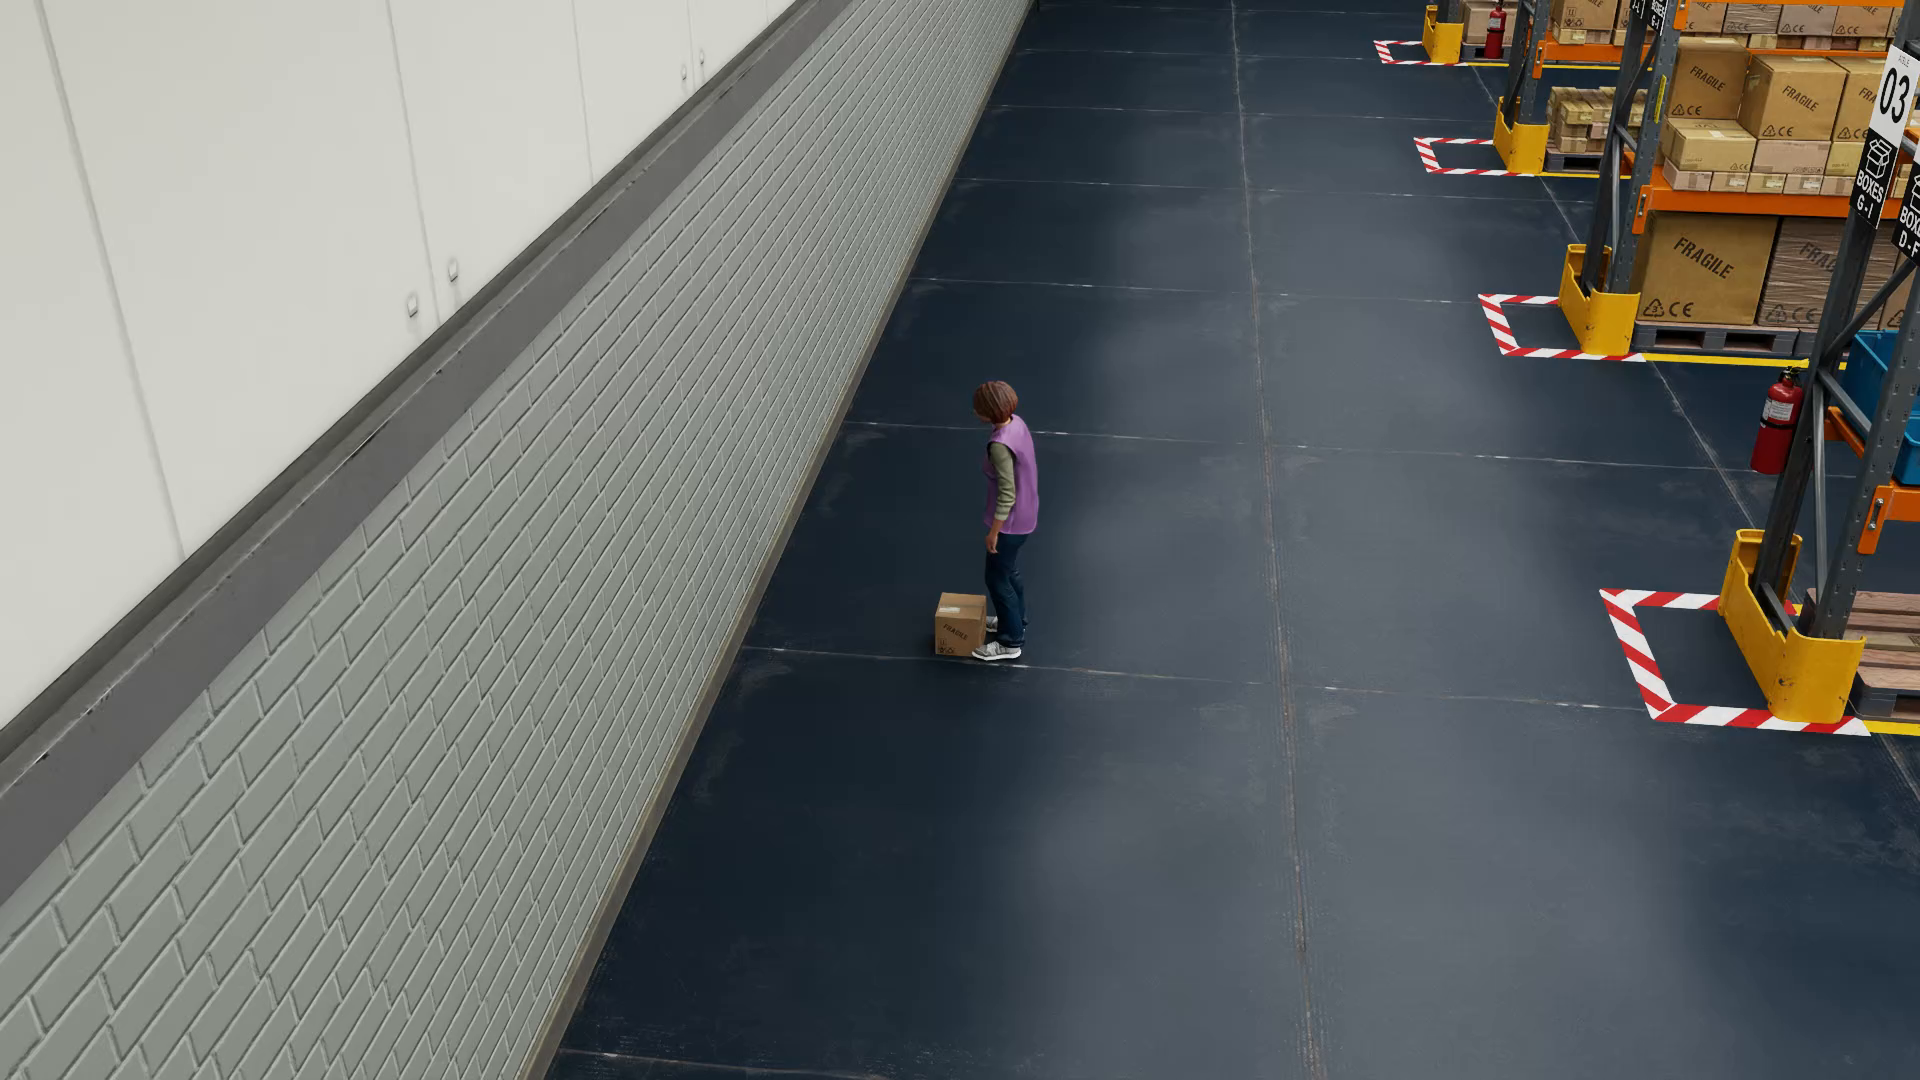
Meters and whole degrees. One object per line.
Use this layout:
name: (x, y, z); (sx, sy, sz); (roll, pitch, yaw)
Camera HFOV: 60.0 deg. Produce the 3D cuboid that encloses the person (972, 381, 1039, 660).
person: (0.241, -0.105, 8.826); (0.344, 1.593, 0.460); (5, 29, 9)
